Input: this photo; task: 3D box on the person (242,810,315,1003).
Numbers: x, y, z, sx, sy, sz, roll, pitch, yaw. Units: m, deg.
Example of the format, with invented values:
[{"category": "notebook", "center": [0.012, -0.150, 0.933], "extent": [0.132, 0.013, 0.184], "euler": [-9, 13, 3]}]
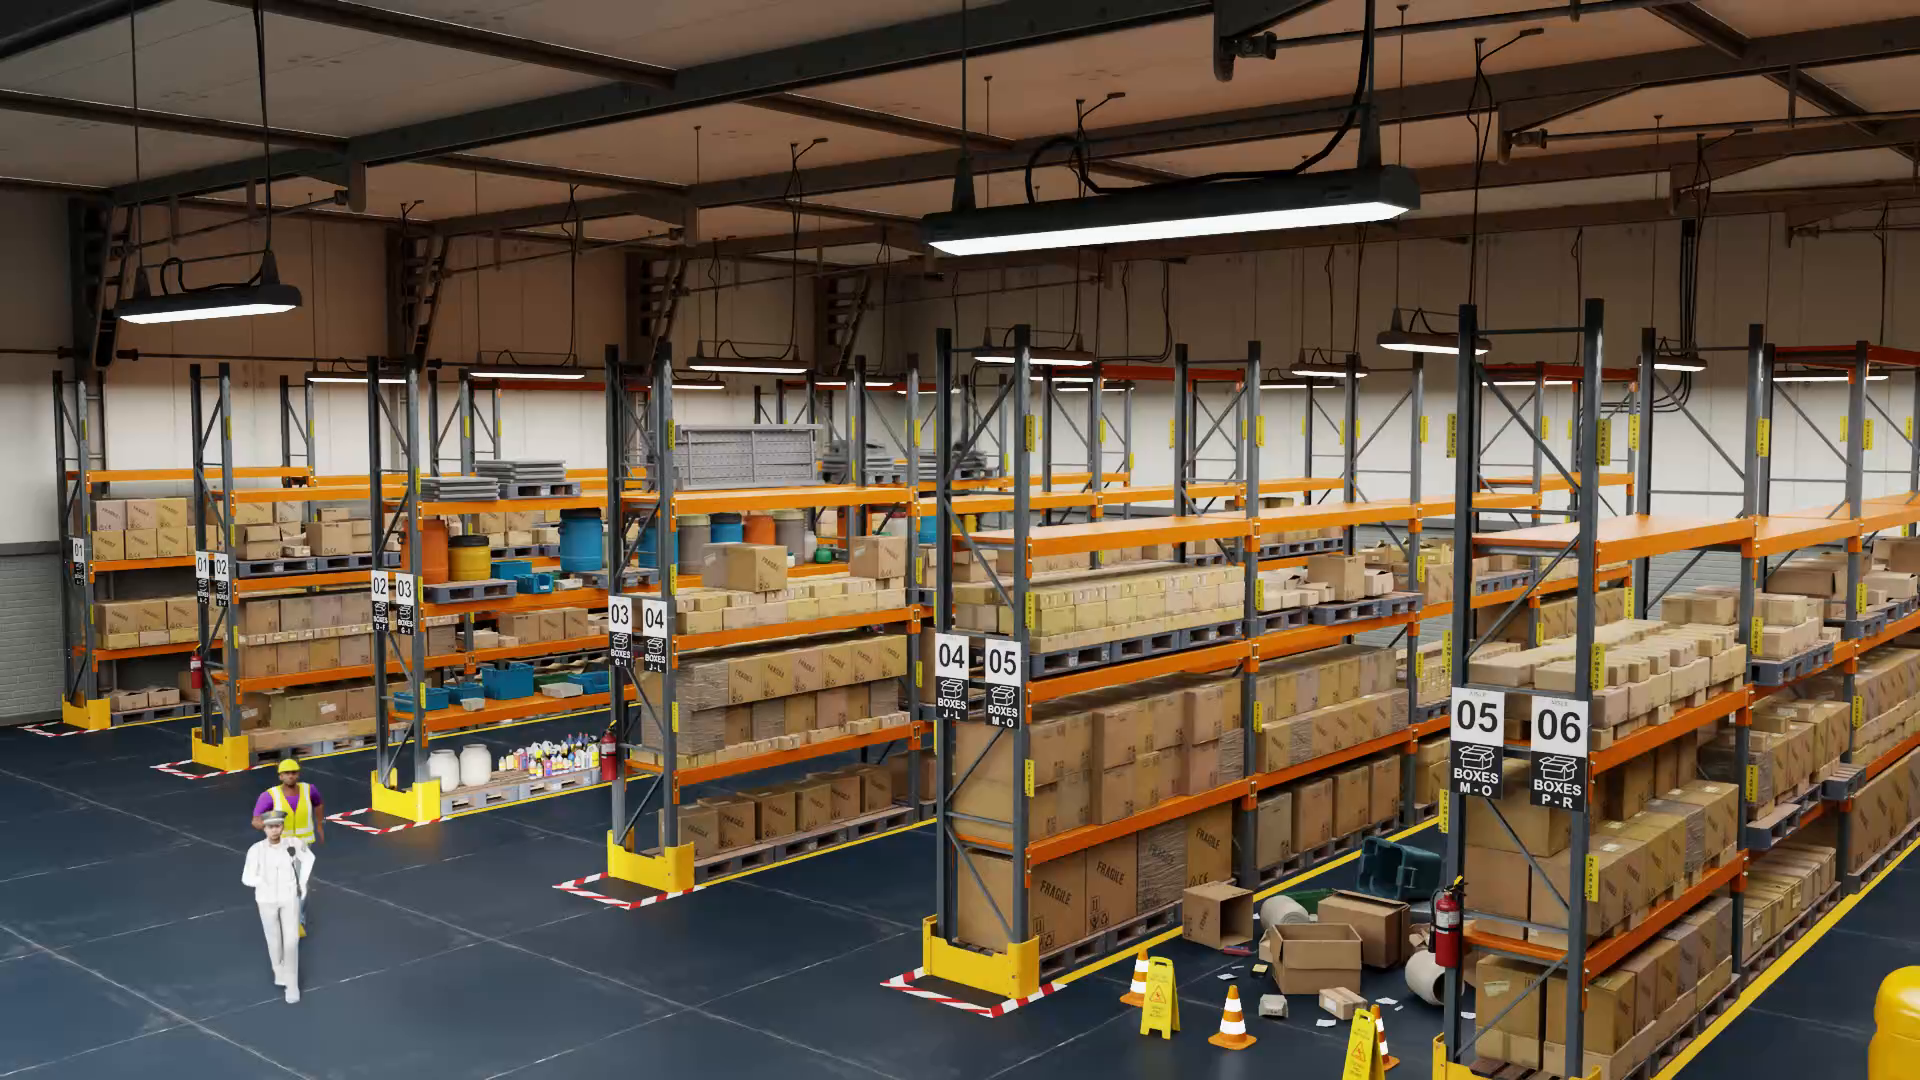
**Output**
[{"category": "person", "center": [-6.087, 3.260, 14.870], "extent": [0.590, 1.735, 0.726], "euler": [-1, 4, -18]}]

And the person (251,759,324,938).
[{"category": "person", "center": [-6.757, 3.065, 16.767], "extent": [0.718, 1.747, 0.882], "euler": [-2, 5, -31]}]
